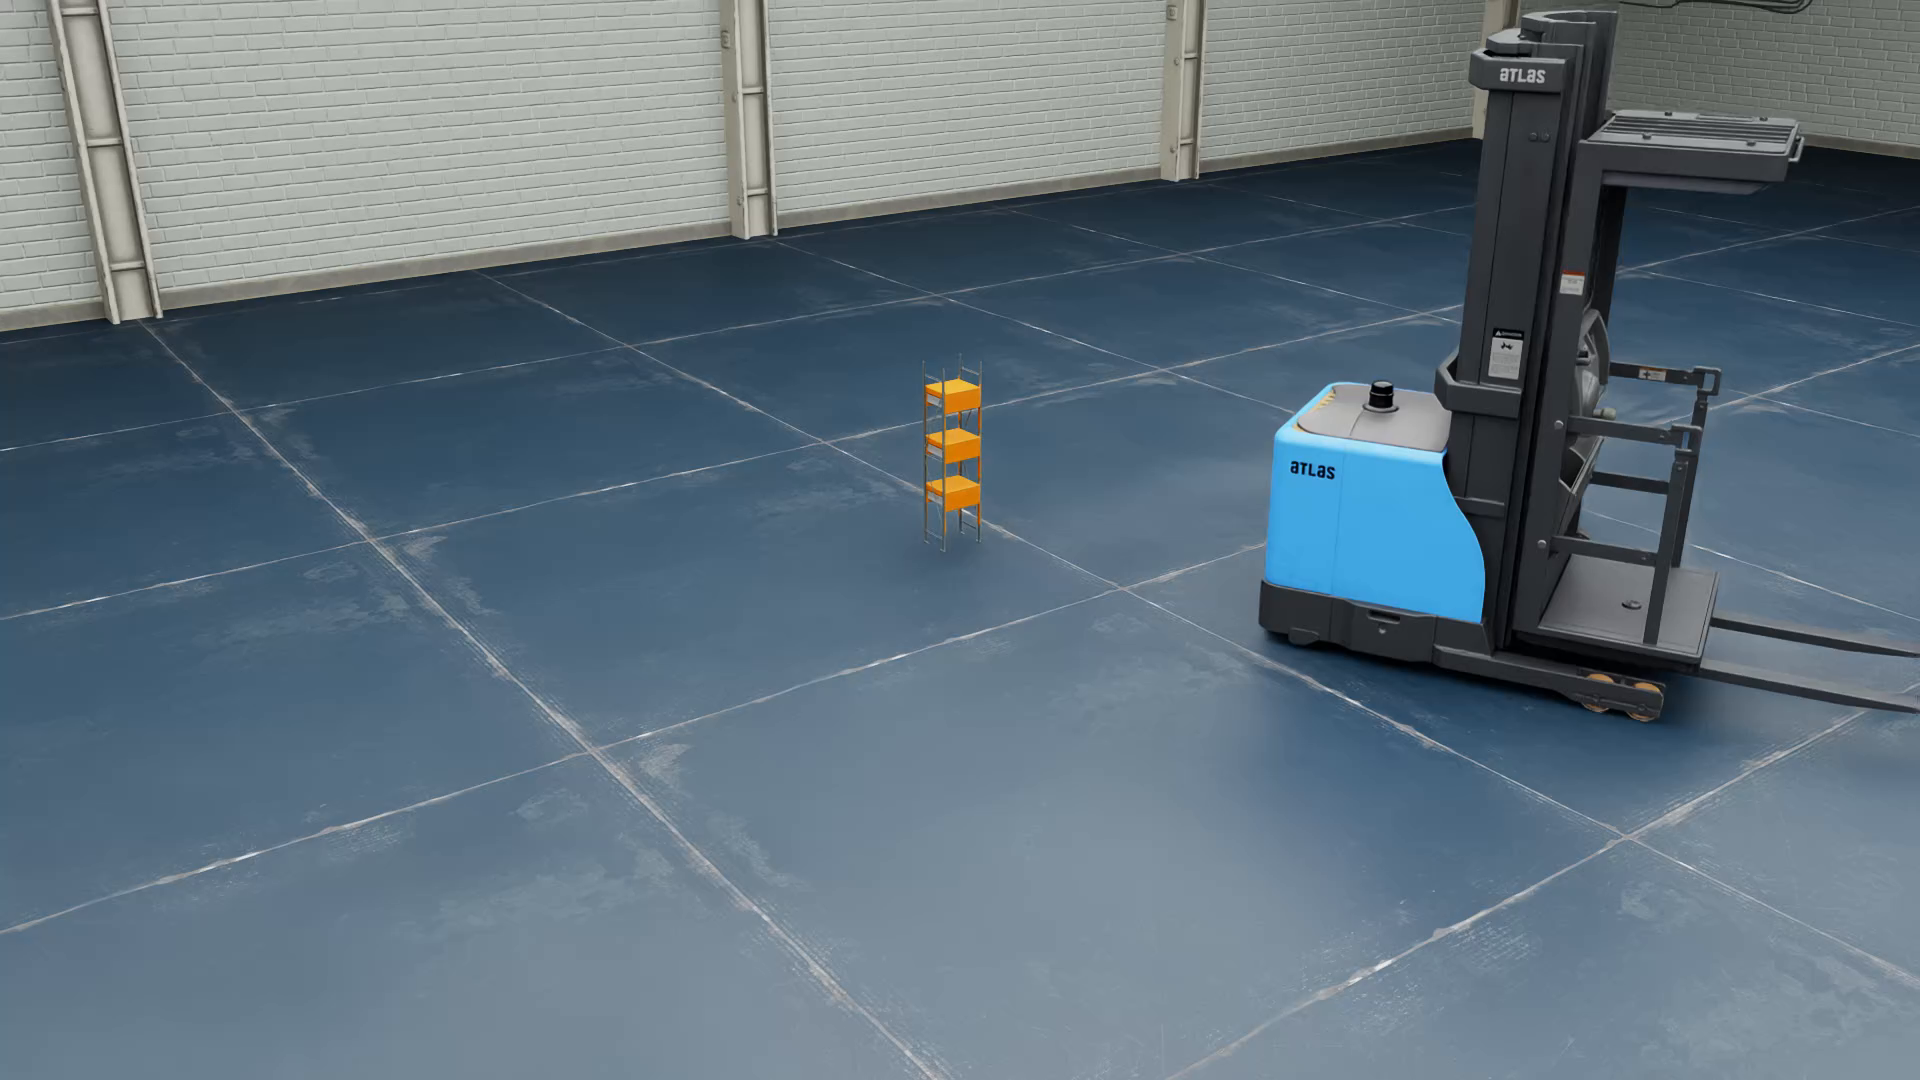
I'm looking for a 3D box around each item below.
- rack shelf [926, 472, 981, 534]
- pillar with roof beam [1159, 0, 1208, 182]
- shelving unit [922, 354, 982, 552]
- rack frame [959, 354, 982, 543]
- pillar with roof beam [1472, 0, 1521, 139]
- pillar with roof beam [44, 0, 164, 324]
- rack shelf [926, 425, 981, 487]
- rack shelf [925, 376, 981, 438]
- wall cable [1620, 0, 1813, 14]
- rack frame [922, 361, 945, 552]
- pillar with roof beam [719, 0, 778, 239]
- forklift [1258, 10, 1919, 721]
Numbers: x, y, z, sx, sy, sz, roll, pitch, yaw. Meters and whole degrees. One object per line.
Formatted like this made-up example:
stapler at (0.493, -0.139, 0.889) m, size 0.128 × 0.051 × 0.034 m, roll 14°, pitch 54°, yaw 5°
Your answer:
rack shelf at (-0.043, -0.208, 9.280) m, size 0.240 × 0.259 × 0.215 m, roll -15°, pitch 26°, yaw -33°
pillar with roof beam at (5.233, -7.378, 15.744) m, size 0.400 × 9.000 × 9.100 m, roll -15°, pitch 26°, yaw -33°
shelving unit at (-0.043, -0.476, 9.173) m, size 0.252 × 1.050 × 0.215 m, roll -15°, pitch 26°, yaw -33°
rack frame at (0.056, -0.502, 9.239) m, size 0.008 × 1.050 × 0.200 m, roll -15°, pitch 26°, yaw -33°
pillar with roof beam at (10.103, -8.677, 18.999) m, size 0.400 × 9.000 × 9.100 m, roll -15°, pitch 26°, yaw -33°
pillar with roof beam at (-4.508, -4.781, 9.235) m, size 0.400 × 9.000 × 9.100 m, roll -15°, pitch 26°, yaw -33°
rack shelf at (-0.043, -0.466, 9.177) m, size 0.240 × 0.259 × 0.215 m, roll -15°, pitch 26°, yaw -33°
rack shelf at (-0.043, -0.730, 9.072) m, size 0.240 × 0.259 × 0.215 m, roll -15°, pitch 26°, yaw -33°
wall cable at (10.752, -8.770, 23.421) m, size 0.112 × 2.526 × 3.097 m, roll -15°, pitch 26°, yaw -33°
rack frame at (-0.142, -0.450, 9.107) m, size 0.008 × 1.050 × 0.200 m, roll -15°, pitch 26°, yaw -33°
pillar with roof beam at (0.362, -6.079, 12.490) m, size 0.400 × 9.000 × 9.100 m, roll -15°, pitch 26°, yaw -33°
forklift at (3.017, -0.782, 7.402) m, size 3.031 × 2.935 × 1.130 m, roll 11°, pitch 24°, yaw 25°
